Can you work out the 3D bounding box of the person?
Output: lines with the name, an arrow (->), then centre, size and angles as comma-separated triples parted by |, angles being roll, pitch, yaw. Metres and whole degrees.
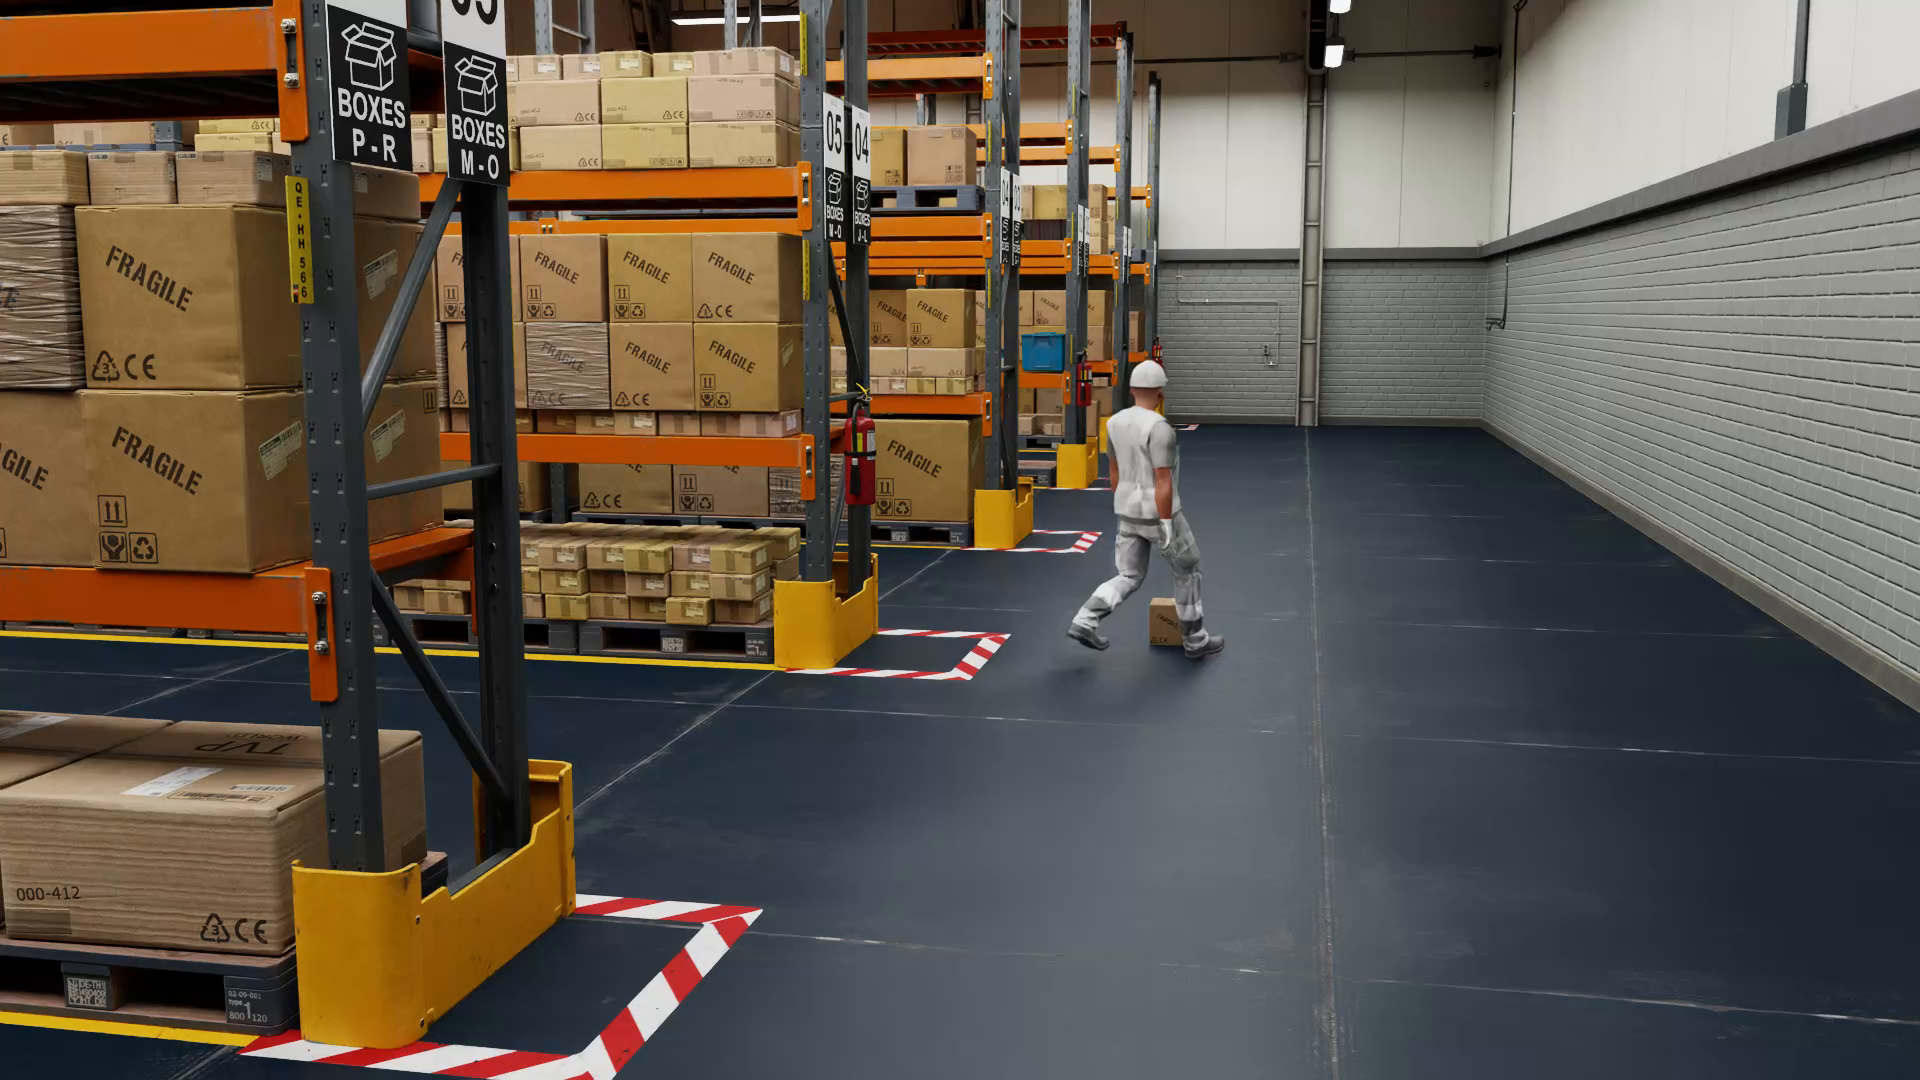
person -> 1.107, -0.154, 9.490 | 1.005, 1.737, 0.575 | -6, 10, -37
